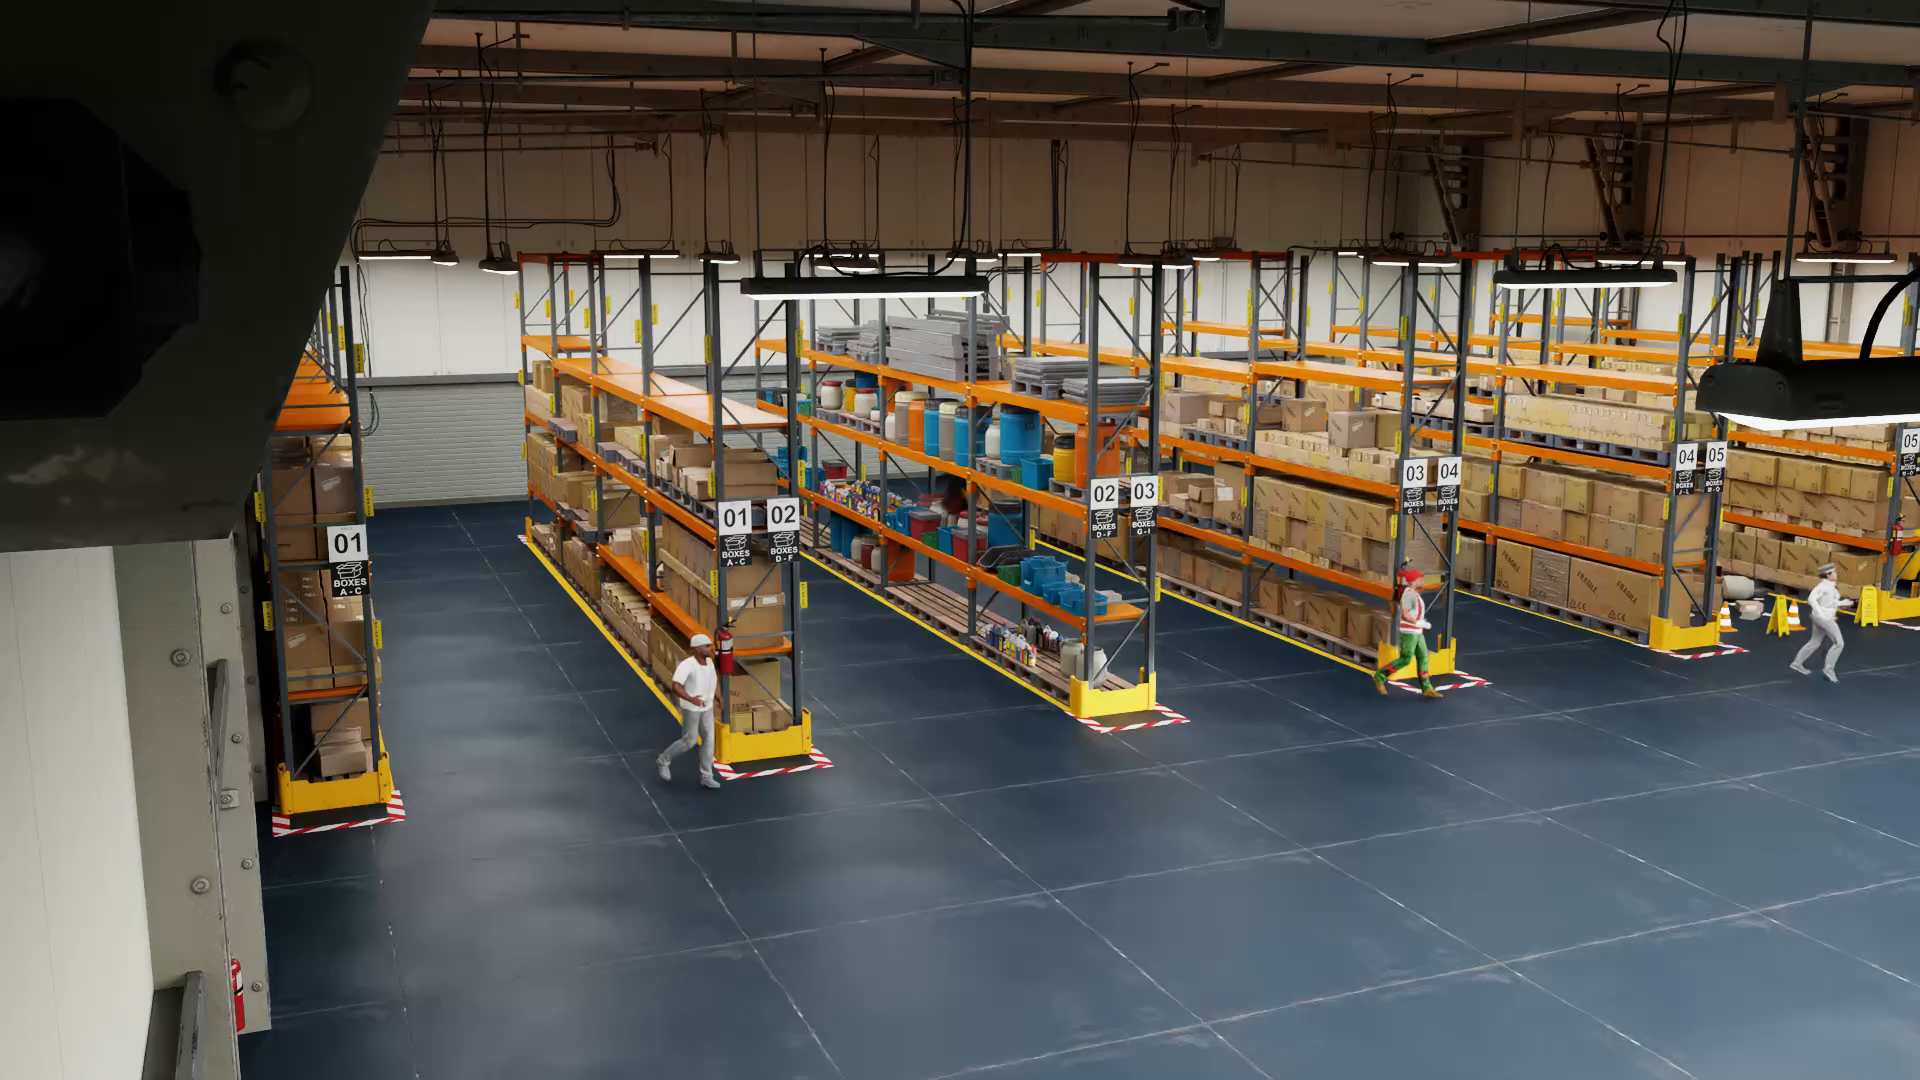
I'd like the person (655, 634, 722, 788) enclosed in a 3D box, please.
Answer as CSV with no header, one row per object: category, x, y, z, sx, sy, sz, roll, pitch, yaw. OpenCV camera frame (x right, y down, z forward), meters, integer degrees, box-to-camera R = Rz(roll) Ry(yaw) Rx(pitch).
person,-3.057,1.960,19.445,0.871,1.741,0.767,6,12,29

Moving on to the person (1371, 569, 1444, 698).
person,6.262,1.279,23.050,0.977,1.761,0.712,5,11,24

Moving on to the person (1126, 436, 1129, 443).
person,3.924,-1.596,38.870,0.773,1.730,1.007,-3,11,-13

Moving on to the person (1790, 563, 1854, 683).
person,12.442,1.180,23.946,0.725,1.751,0.592,4,11,22
